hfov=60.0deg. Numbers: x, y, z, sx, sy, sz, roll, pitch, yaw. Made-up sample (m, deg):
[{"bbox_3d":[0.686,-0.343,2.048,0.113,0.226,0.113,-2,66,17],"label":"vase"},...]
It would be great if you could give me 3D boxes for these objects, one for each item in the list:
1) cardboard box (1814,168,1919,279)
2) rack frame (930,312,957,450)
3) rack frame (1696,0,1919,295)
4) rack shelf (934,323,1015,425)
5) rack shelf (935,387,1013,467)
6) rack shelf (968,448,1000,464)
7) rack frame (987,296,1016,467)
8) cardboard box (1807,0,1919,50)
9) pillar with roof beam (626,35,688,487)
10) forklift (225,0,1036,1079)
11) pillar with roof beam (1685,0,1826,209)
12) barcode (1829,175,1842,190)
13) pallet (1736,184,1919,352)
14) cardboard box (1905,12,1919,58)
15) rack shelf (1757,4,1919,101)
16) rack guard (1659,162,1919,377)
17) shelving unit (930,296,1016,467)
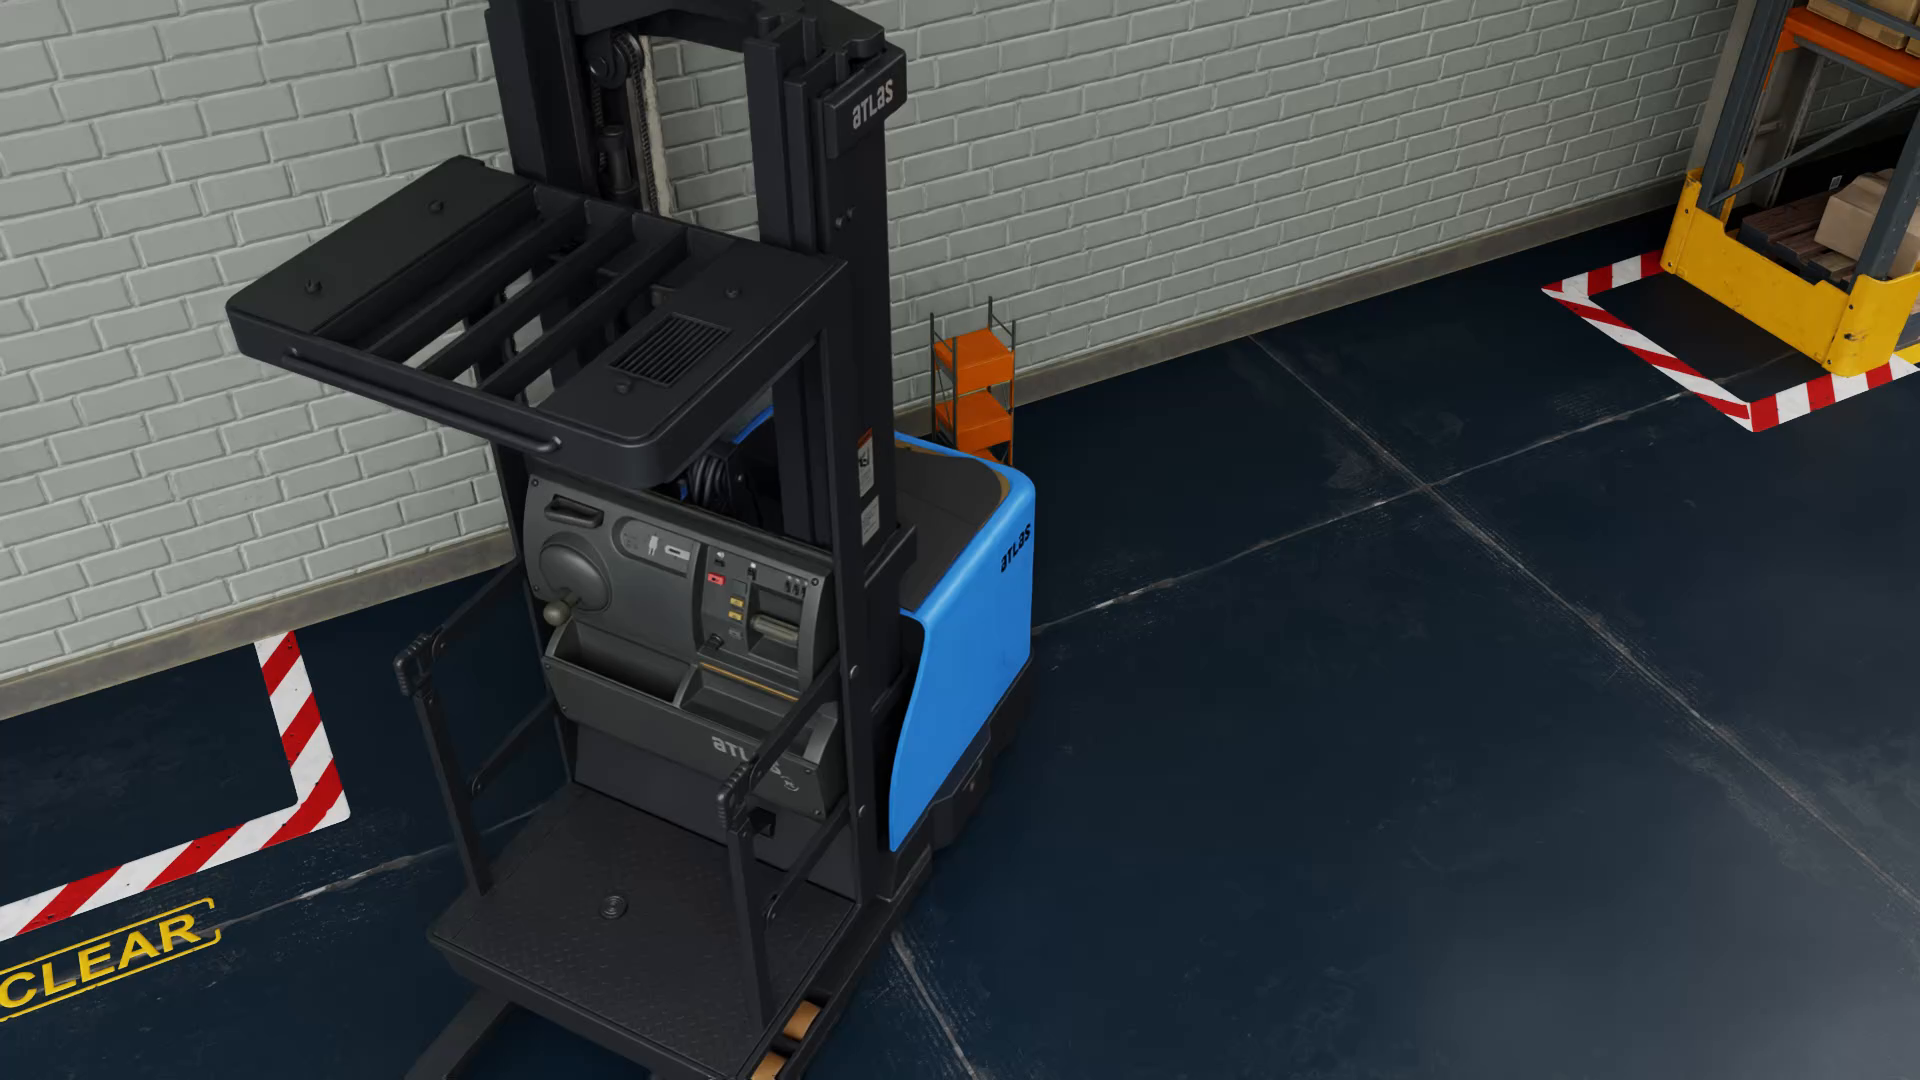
[{"bbox_3d":[4.517,-1.537,7.985,0.500,0.311,0.500,-24,46,-25],"label":"cardboard box"},{"bbox_3d":[-0.061,-0.380,6.387,0.008,1.050,0.200,-19,44,-21],"label":"rack frame"},{"bbox_3d":[3.862,-2.241,7.076,0.127,3.000,1.000,-19,44,-21],"label":"rack frame"},{"bbox_3d":[0.047,-0.625,6.253,0.240,0.259,0.215,-19,44,-21],"label":"rack shelf"},{"bbox_3d":[0.047,-0.409,6.437,0.240,0.259,0.215,-19,44,-21],"label":"rack shelf"},{"bbox_3d":[0.047,-0.196,6.616,0.240,0.259,0.215,-19,44,-21],"label":"rack shelf"},{"bbox_3d":[0.156,-0.453,6.473,0.008,1.050,0.200,-19,44,-21],"label":"rack frame"},{"bbox_3d":[4.187,-2.442,7.414,0.500,0.250,0.500,-18,43,-20],"label":"cardboard box"},{"bbox_3d":[0.750,-0.978,0.940,0.400,9.000,9.100,-19,44,-21],"label":"pillar with roof beam"},{"bbox_3d":[-0.864,0.192,4.254,1.130,2.935,3.031,18,44,20],"label":"forklift"},{"bbox_3d":[6.072,-2.768,3.055,0.400,9.000,9.100,-19,44,-21],"label":"pillar with roof beam"},{"bbox_3d":[4.348,-1.775,8.259,0.075,0.075,0.001,-19,44,-21],"label":"barcode"},{"bbox_3d":[4.666,-1.421,8.266,1.213,0.211,1.003,-19,44,-21],"label":"pallet"},{"bbox_3d":[4.441,-2.155,7.075,0.500,0.250,0.500,-20,44,-22],"label":"cardboard box"},{"bbox_3d":[5.636,-2.563,8.013,4.000,0.370,1.077,-19,44,-21],"label":"rack shelf"},{"bbox_3d":[3.929,-1.309,7.910,0.348,0.500,1.175,-19,44,-21],"label":"rack guard"},{"bbox_3d":[0.047,-0.417,6.430,0.252,1.050,0.215,-19,44,-21],"label":"shelving unit"}]
